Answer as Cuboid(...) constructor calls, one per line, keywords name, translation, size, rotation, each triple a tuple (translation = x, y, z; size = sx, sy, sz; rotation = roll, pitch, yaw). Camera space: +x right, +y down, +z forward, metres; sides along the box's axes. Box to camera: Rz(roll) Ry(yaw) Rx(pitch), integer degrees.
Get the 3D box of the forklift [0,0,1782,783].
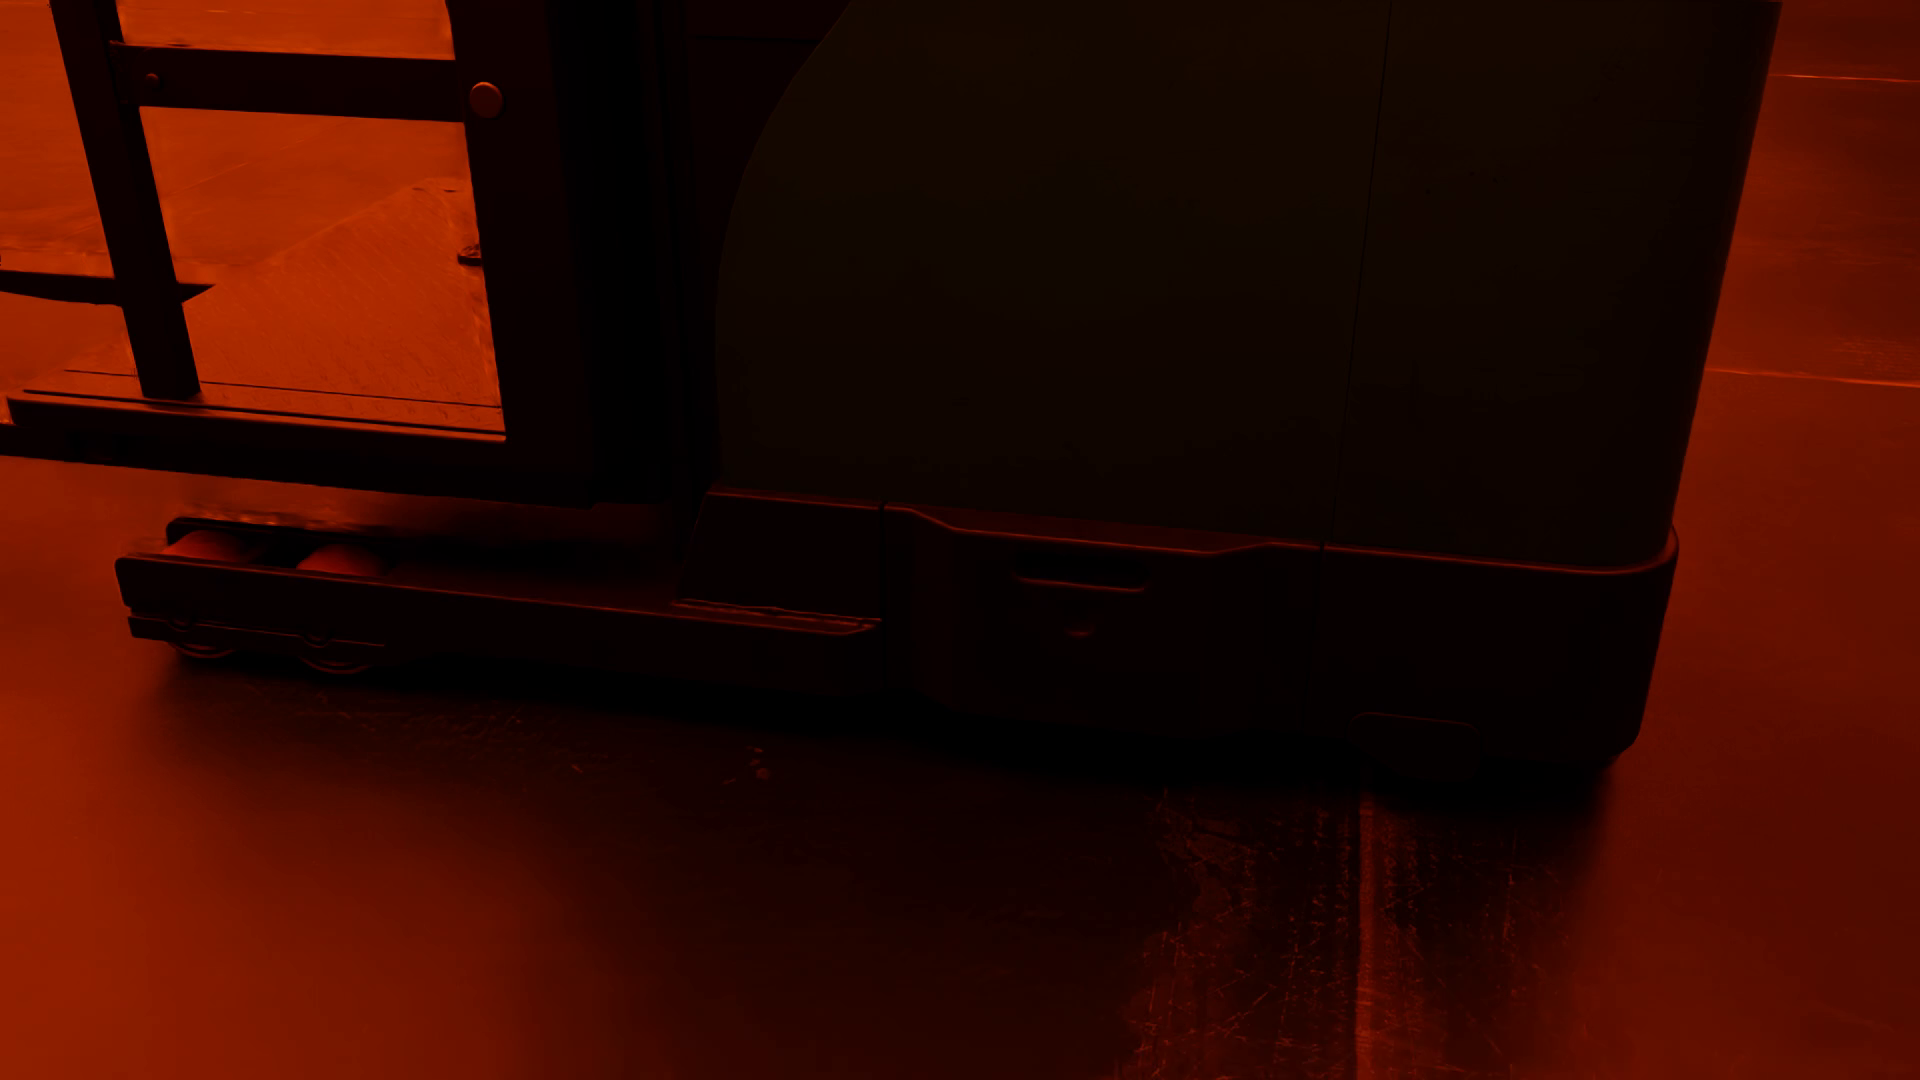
Cuboid(name="forklift", translation=(-0.612, -1.359, 1.941), size=(3.031, 2.935, 1.130), rotation=(5, 27, 11))
